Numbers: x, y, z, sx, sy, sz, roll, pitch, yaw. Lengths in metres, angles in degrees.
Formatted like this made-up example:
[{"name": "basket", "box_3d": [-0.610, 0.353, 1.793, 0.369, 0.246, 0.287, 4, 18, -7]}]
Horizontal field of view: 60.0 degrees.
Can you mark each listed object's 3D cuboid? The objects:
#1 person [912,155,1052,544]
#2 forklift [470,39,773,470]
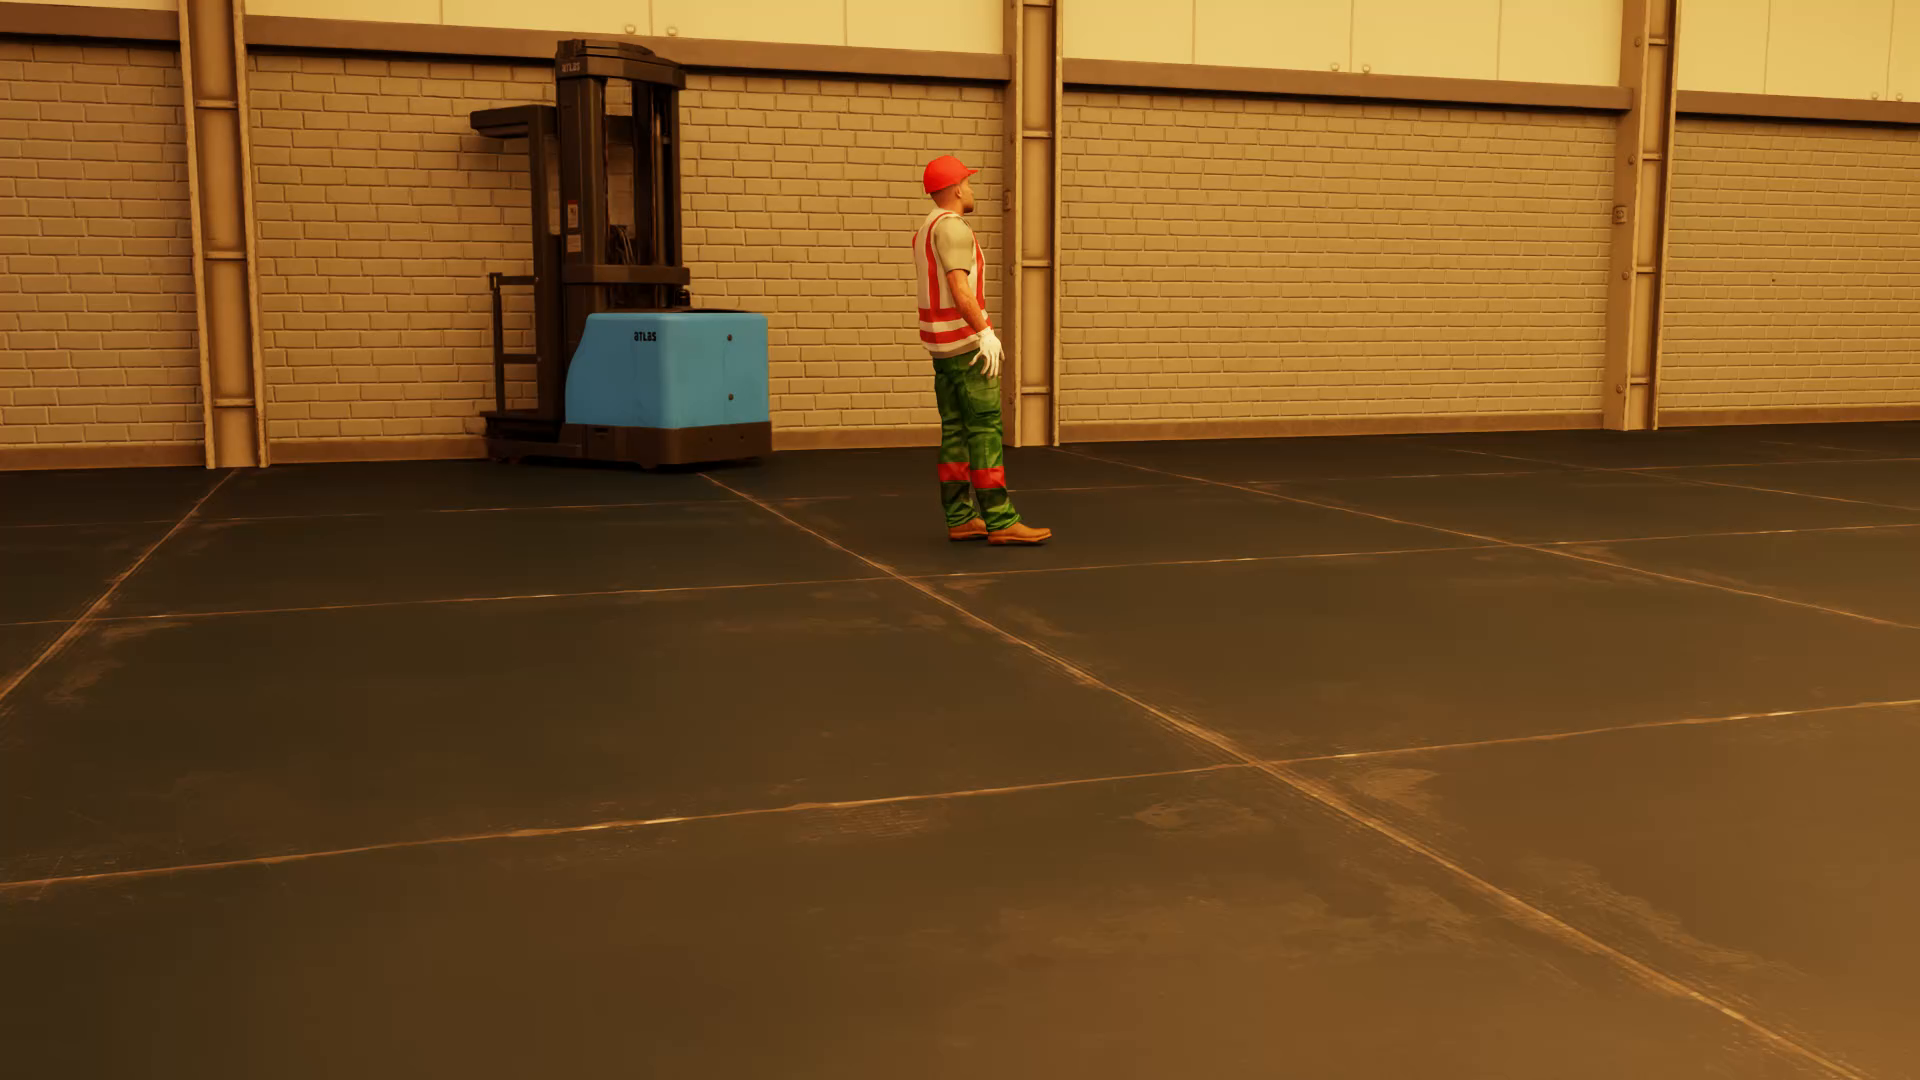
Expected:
[{"name": "person", "box_3d": [0.080, -0.896, 7.816, 0.564, 1.787, 0.637, -3, 8, -18]}, {"name": "forklift", "box_3d": [-2.824, -2.056, 12.165, 3.031, 2.935, 1.130, 6, 10, 36]}]
